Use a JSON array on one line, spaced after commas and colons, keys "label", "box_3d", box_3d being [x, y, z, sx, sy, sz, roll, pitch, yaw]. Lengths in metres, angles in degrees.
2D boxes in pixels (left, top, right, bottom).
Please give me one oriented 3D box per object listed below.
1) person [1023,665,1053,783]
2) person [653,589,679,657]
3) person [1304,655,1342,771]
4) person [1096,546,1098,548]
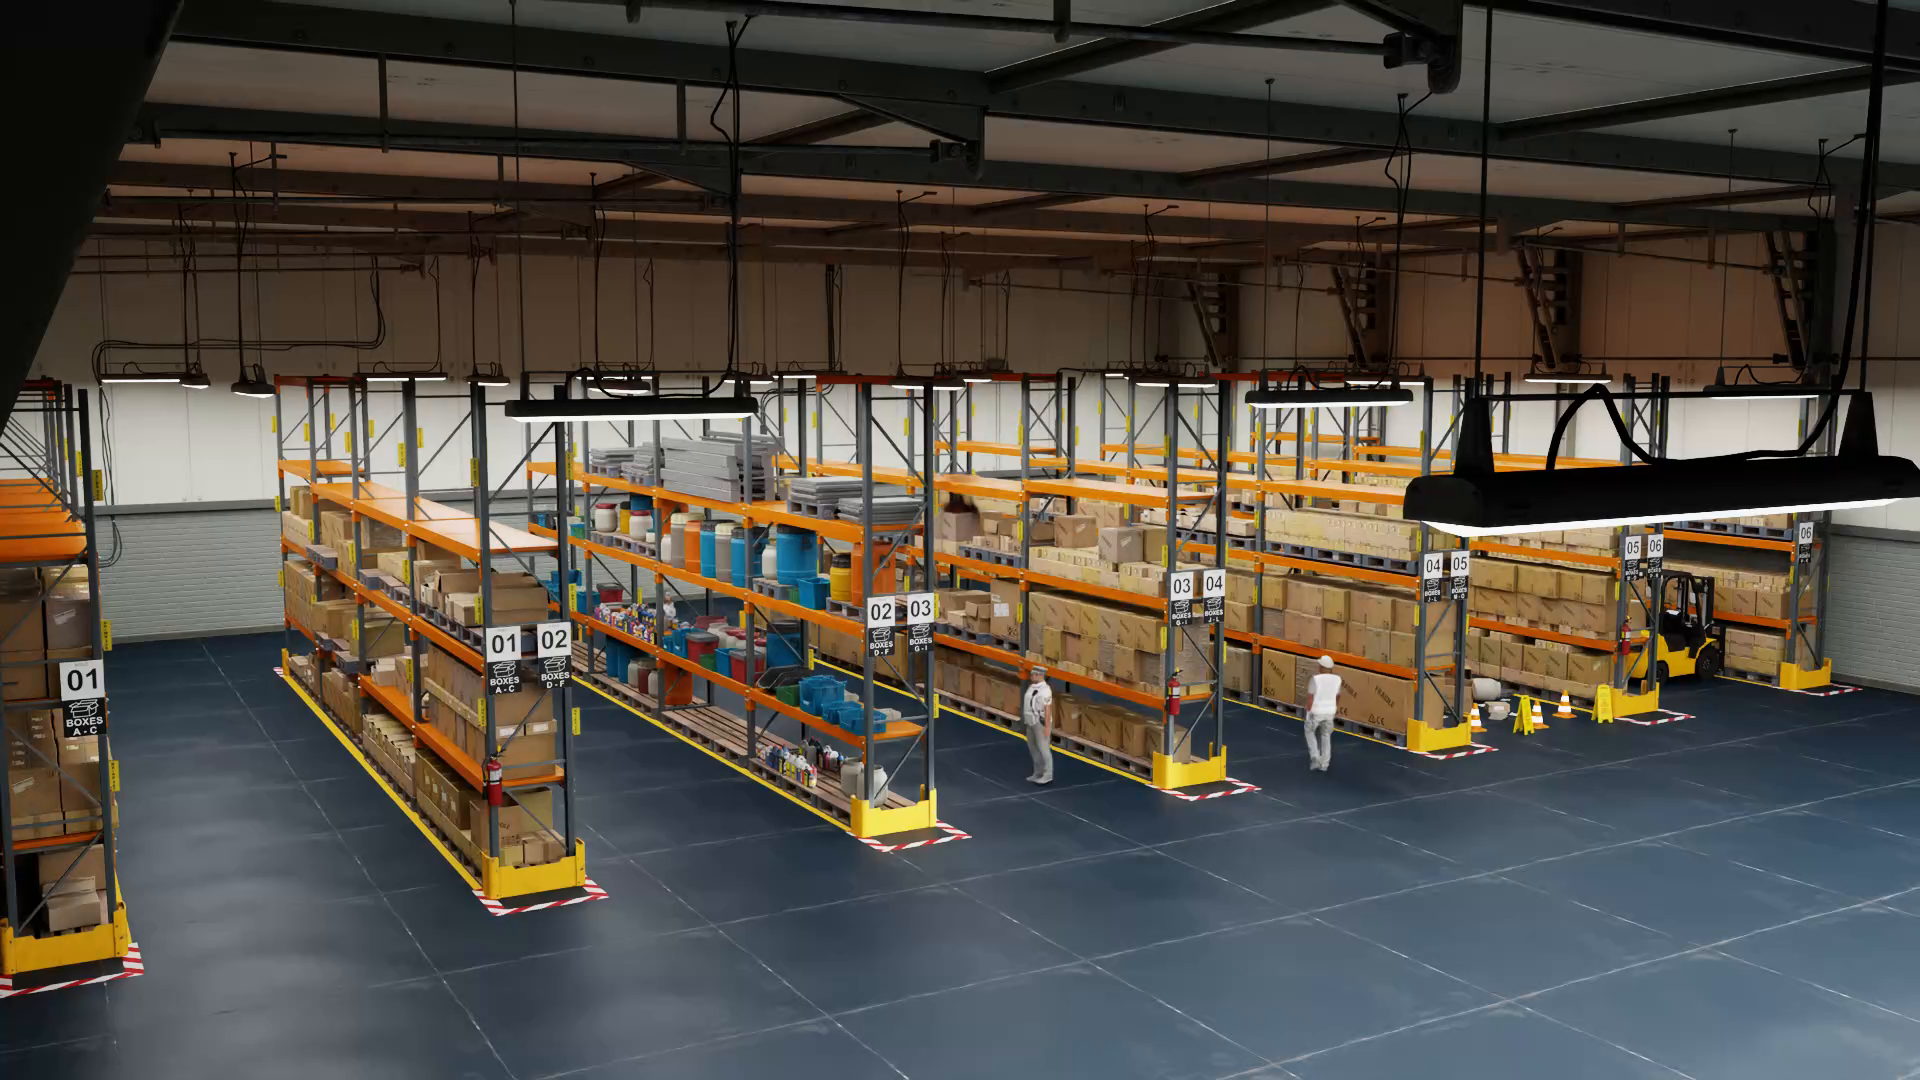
[{"label": "person", "box_3d": [1.168, 2.756, 24.798, 0.418, 1.804, 0.655, -3, 7, -26]}, {"label": "person", "box_3d": [-5.939, 1.807, 33.890, 0.513, 1.645, 0.956, -6, 8, -42]}, {"label": "person", "box_3d": [5.561, 2.644, 25.470, 0.551, 1.781, 0.471, 0, 6, -1]}, {"label": "person", "box_3d": [3.265, 1.026, 40.532, 0.453, 1.776, 0.561, -4, 7, -33]}]
